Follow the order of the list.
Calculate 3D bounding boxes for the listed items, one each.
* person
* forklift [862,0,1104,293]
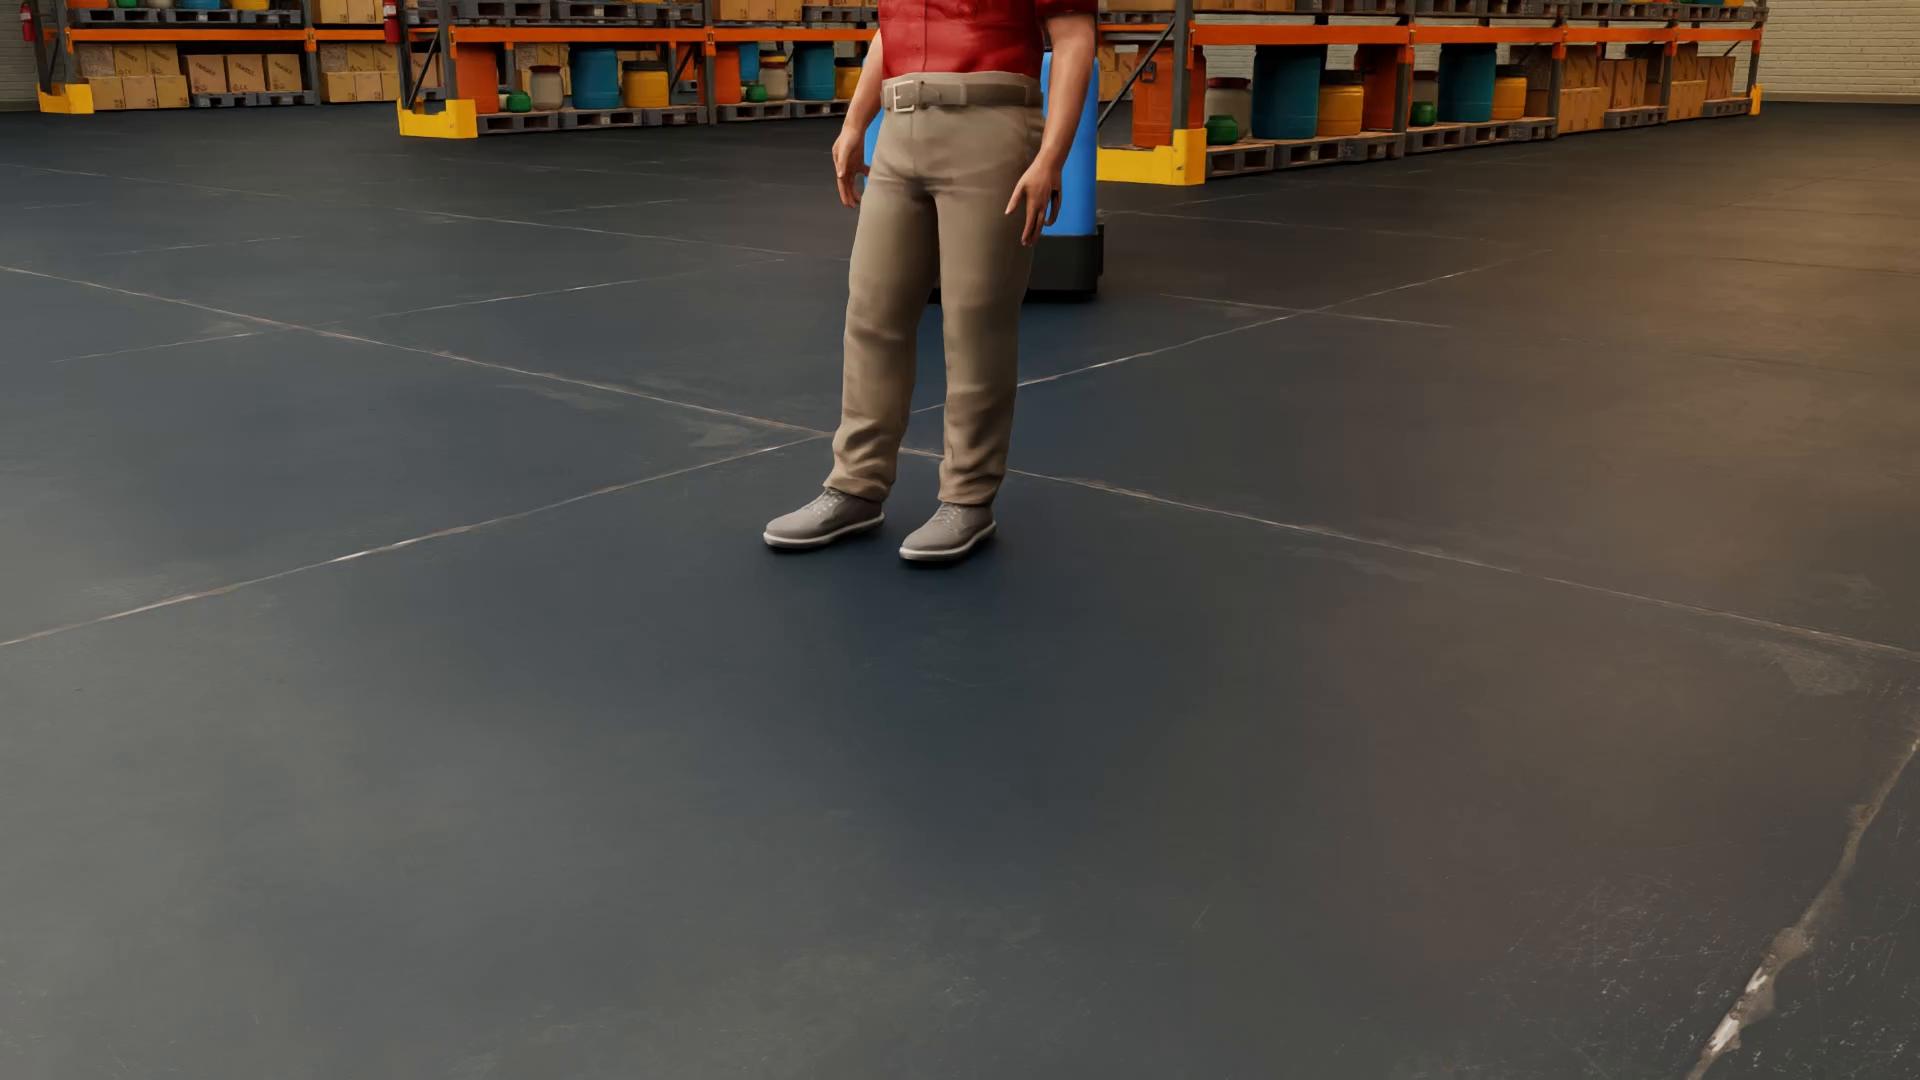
[{"bbox_3d":[-0.067,-0.816,3.630,0.640,1.727,0.551,13,21,37],"label":"person"},{"bbox_3d":[0.147,-2.875,8.365,1.130,2.935,3.031,1,17,2],"label":"forklift"}]
